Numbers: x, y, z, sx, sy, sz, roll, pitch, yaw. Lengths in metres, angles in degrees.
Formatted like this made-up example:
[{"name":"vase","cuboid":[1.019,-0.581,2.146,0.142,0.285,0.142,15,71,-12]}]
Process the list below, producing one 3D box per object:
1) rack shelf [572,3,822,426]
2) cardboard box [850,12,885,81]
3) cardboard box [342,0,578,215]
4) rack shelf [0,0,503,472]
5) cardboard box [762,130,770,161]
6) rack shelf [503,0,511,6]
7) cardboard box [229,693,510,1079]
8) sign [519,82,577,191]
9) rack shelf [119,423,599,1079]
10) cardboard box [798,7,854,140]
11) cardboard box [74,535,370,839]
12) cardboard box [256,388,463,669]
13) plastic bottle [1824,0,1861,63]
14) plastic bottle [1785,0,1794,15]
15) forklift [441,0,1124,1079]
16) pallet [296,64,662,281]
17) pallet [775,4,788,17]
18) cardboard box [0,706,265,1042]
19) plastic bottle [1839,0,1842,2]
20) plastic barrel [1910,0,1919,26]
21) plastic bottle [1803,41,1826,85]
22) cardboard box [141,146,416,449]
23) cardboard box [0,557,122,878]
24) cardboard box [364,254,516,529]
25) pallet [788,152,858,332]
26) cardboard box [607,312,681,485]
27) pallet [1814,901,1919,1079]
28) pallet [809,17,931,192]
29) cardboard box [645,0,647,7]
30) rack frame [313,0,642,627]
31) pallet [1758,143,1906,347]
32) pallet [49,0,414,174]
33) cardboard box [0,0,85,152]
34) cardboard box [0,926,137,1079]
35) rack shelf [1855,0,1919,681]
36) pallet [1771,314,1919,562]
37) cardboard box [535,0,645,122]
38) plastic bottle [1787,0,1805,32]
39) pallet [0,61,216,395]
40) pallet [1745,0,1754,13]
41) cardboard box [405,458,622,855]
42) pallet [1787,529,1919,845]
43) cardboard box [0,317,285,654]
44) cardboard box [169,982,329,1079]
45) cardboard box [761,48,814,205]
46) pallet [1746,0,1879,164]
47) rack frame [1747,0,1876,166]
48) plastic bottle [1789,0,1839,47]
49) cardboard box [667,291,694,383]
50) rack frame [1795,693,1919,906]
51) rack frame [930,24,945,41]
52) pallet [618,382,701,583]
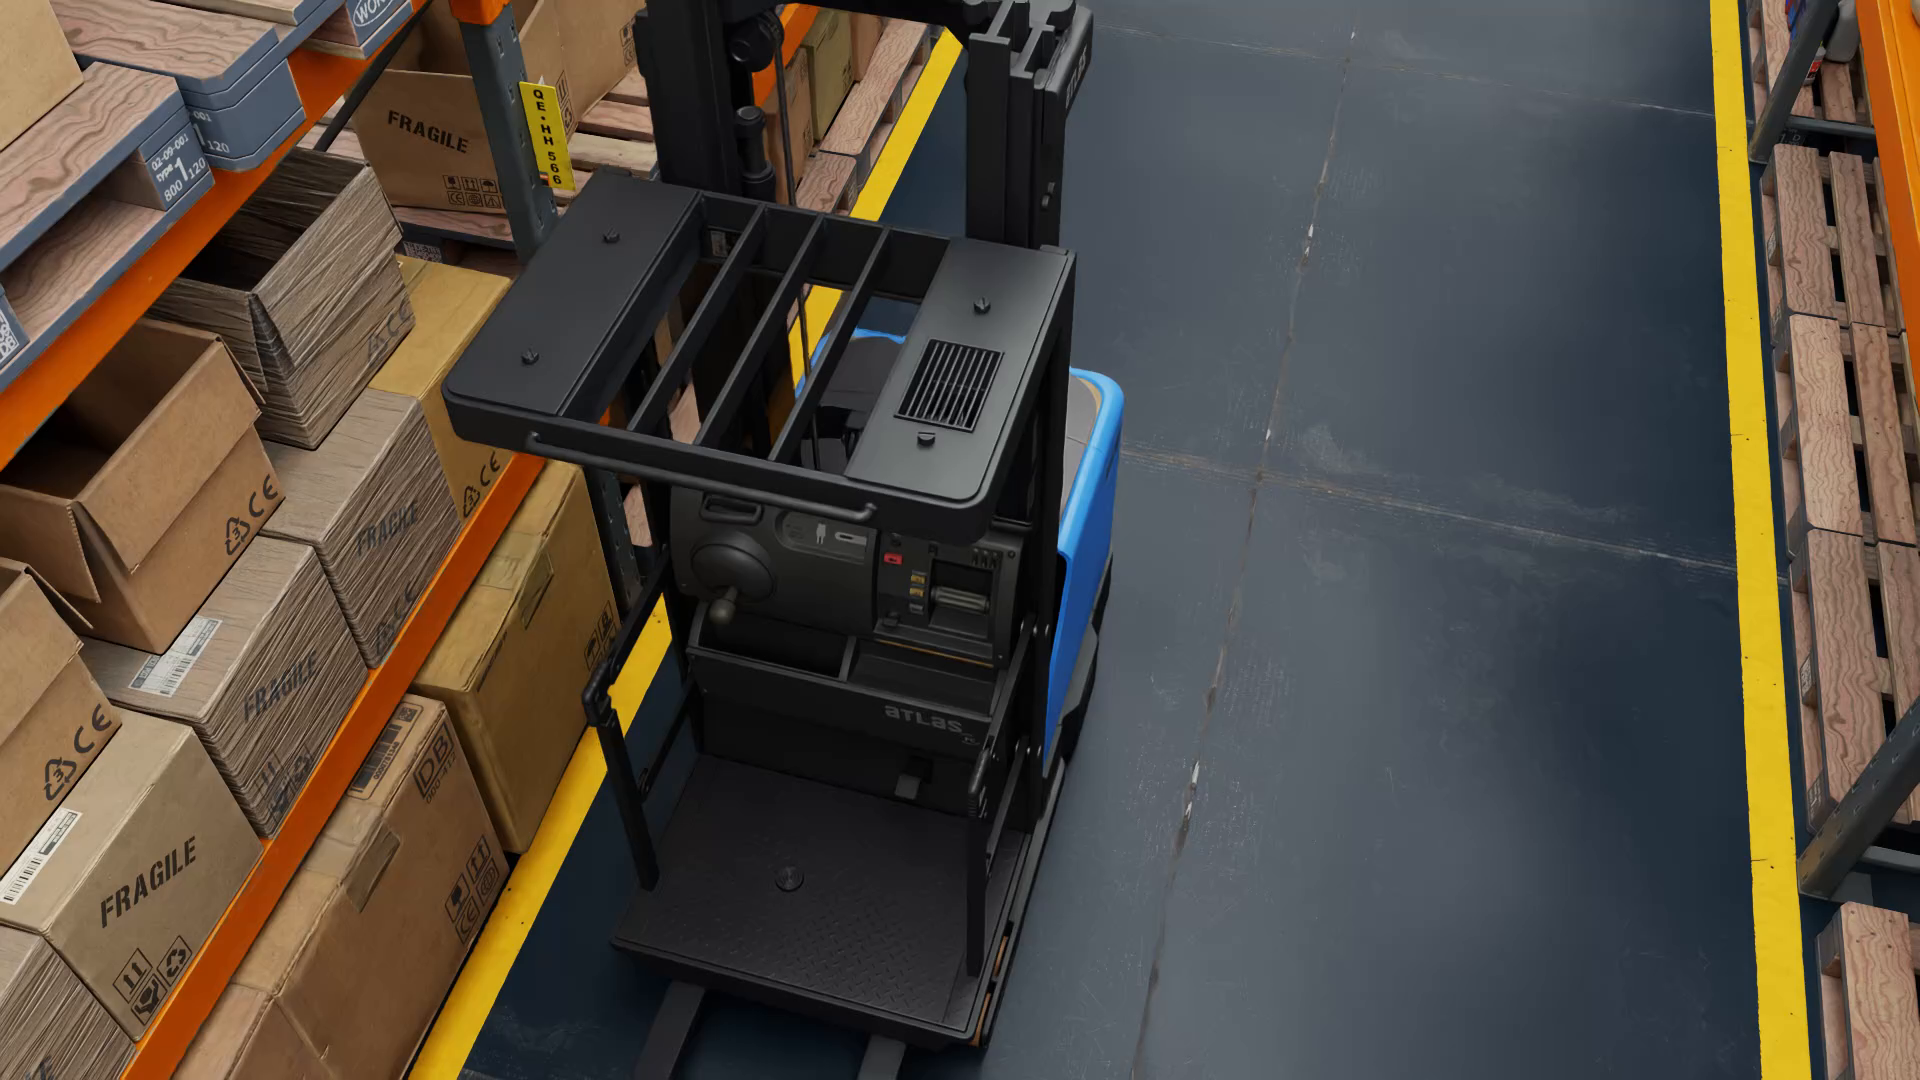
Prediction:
[{"name":"rack shelf","cuboid":[-1.104,-2.002,6.496,1.077,0.370,4.000,12,50,10]},{"name":"cardboard box","cuboid":[-0.760,-2.565,7.887,0.700,0.500,0.500,8,49,7]},{"name":"cardboard box","cuboid":[-1.527,-1.364,5.106,0.500,0.500,0.500,6,49,5]},{"name":"rack shelf","cuboid":[-2.157,-0.101,2.818,1.077,0.370,4.000,12,50,10]},{"name":"cardboard box","cuboid":[-1.197,-1.415,6.872,0.700,0.500,0.500,15,50,13]},{"name":"rack shelf","cuboid":[-1.104,-2.994,5.371,1.077,0.370,4.000,12,50,10]},{"name":"cardboard box","cuboid":[-2.074,0.909,4.584,1.225,0.875,0.875,12,50,10]},{"name":"sign","cuboid":[-1.094,-1.069,4.421,0.100,0.325,0.005,12,50,10]},{"name":"rack shelf","cuboid":[-2.157,0.891,3.942,1.077,0.370,4.000,12,50,10]},{"name":"cardboard box","cuboid":[-0.904,-2.224,7.586,0.700,0.500,0.500,11,50,10]},{"name":"cardboard box","cuboid":[-1.792,0.315,3.904,0.500,0.500,0.500,10,49,9]},{"name":"cardboard box","cuboid":[-1.658,-0.061,4.236,0.500,0.500,0.500,11,50,10]},{"name":"plastic bottle","cuboid":[4.231,-2.472,7.905,0.144,0.351,0.185,12,50,10]},{"name":"plastic bottle","cuboid":[4.145,-2.743,8.189,0.061,0.283,0.133,15,50,13]},{"name":"forklift","cuboid":[-0.360,0.185,4.132,1.130,2.935,3.031,12,50,11]},{"name":"pallet","cuboid":[-1.546,-1.266,5.495,1.213,0.211,1.003,12,50,10]},{"name":"pallet","cuboid":[-1.149,-2.170,6.292,1.003,0.211,1.213,12,50,10]},{"name":"cardboard box","cuboid":[-1.926,0.683,3.580,0.500,0.500,0.500,12,50,11]},{"name":"plastic bottle","cuboid":[4.292,-2.604,8.071,0.152,0.276,0.135,12,50,10]},{"name":"plastic barrel","cuboid":[3.737,-2.105,6.017,0.433,0.535,0.433,0,49,0]},{"name":"plastic bottle","cuboid":[3.996,-2.253,7.810,0.097,0.201,0.097,0,49,0]},{"name":"cardboard box","cuboid":[-1.838,-0.633,4.072,0.797,0.503,0.637,13,50,11]},{"name":"cardboard box","cuboid":[-2.183,0.325,3.227,0.797,0.503,0.637,13,50,11]},{"name":"cardboard box","cuboid":[-1.521,-0.420,4.554,0.500,0.500,0.500,13,50,11]},{"name":"pallet","cuboid":[-1.100,-1.315,7.270,1.003,0.211,1.213,12,50,10]},{"name":"cardboard box","cuboid":[-1.473,-0.600,6.153,0.700,0.500,0.500,9,49,8]},{"name":"pallet","cuboid":[2.981,1.685,4.622,1.003,0.211,1.213,12,50,10]},{"name":"pallet","cuboid":[-0.781,-2.200,8.051,1.003,0.211,1.213,12,50,10]},{"name":"cardboard box","cuboid":[-0.967,-2.049,5.878,0.500,0.250,0.500,10,49,9]},{"name":"rack frame","cuboid":[-1.630,-0.793,4.949,1.000,3.000,0.127,12,50,10]},{"name":"pallet","cuboid":[4.031,-1.211,7.178,1.003,0.211,1.213,12,50,10]},{"name":"pallet","cuboid":[-1.749,-1.247,3.475,1.213,0.211,1.003,14,50,12]},{"name":"cardboard box","cuboid":[-1.864,-0.861,2.662,0.500,0.500,0.500,14,50,12]},{"name":"cardboard box","cuboid":[-2.057,1.058,3.249,0.500,0.500,0.500,11,49,9]},{"name":"rack shelf","cuboid":[3.674,-1.024,5.633,1.077,0.370,4.000,12,50,10]},{"name":"pallet","cuboid":[3.712,-0.325,6.396,1.003,0.211,1.213,12,50,10]},{"name":"cardboard box","cuboid":[-1.476,-1.787,5.480,0.700,0.500,0.500,18,51,16]},{"name":"plastic bottle","cuboid":[4.143,-2.640,8.052,0.144,0.351,0.185,9,49,8]},{"name":"pallet","cuboid":[-2.040,-0.438,2.761,1.003,0.211,1.213,14,50,12]},{"name":"pallet","cuboid":[4.737,-3.149,8.889,1.003,0.211,1.213,12,50,10]},{"name":"cardboard box","cuboid":[-1.832,0.266,5.152,1.225,0.875,0.875,9,49,8]},{"name":"pallet","cuboid":[3.389,0.554,5.620,1.003,0.211,1.213,12,50,10]},{"name":"cardboard box","cuboid":[-2.013,-0.162,3.656,0.797,0.503,0.637,13,50,11]},{"name":"cardboard box","cuboid":[-2.300,1.551,4.018,1.225,0.875,0.875,10,49,9]},{"name":"cardboard box","cuboid":[-1.051,-1.819,7.229,0.700,0.500,0.500,8,49,7]},{"name":"pallet","cuboid":[4.418,-2.264,8.107,1.003,0.211,1.213,12,50,10]},{"name":"rack frame","cuboid":[4.201,-2.709,6.640,1.000,3.000,0.127,12,50,10]},{"name":"plastic bottle","cuboid":[4.092,-2.501,7.930,0.144,0.351,0.185,10,49,9]},{"name":"cardboard box","cuboid":[-1.340,-1.004,6.509,0.700,0.500,0.500,8,49,7]},{"name":"rack frame","cuboid":[3.148,0.184,4.087,1.000,3.000,0.127,12,50,10]},{"name":"rack frame","cuboid":[-0.578,-3.686,7.503,1.000,3.000,0.127,12,50,10]},{"name":"pallet","cuboid":[-1.423,-0.435,6.493,1.003,0.211,1.213,12,50,10]}]
